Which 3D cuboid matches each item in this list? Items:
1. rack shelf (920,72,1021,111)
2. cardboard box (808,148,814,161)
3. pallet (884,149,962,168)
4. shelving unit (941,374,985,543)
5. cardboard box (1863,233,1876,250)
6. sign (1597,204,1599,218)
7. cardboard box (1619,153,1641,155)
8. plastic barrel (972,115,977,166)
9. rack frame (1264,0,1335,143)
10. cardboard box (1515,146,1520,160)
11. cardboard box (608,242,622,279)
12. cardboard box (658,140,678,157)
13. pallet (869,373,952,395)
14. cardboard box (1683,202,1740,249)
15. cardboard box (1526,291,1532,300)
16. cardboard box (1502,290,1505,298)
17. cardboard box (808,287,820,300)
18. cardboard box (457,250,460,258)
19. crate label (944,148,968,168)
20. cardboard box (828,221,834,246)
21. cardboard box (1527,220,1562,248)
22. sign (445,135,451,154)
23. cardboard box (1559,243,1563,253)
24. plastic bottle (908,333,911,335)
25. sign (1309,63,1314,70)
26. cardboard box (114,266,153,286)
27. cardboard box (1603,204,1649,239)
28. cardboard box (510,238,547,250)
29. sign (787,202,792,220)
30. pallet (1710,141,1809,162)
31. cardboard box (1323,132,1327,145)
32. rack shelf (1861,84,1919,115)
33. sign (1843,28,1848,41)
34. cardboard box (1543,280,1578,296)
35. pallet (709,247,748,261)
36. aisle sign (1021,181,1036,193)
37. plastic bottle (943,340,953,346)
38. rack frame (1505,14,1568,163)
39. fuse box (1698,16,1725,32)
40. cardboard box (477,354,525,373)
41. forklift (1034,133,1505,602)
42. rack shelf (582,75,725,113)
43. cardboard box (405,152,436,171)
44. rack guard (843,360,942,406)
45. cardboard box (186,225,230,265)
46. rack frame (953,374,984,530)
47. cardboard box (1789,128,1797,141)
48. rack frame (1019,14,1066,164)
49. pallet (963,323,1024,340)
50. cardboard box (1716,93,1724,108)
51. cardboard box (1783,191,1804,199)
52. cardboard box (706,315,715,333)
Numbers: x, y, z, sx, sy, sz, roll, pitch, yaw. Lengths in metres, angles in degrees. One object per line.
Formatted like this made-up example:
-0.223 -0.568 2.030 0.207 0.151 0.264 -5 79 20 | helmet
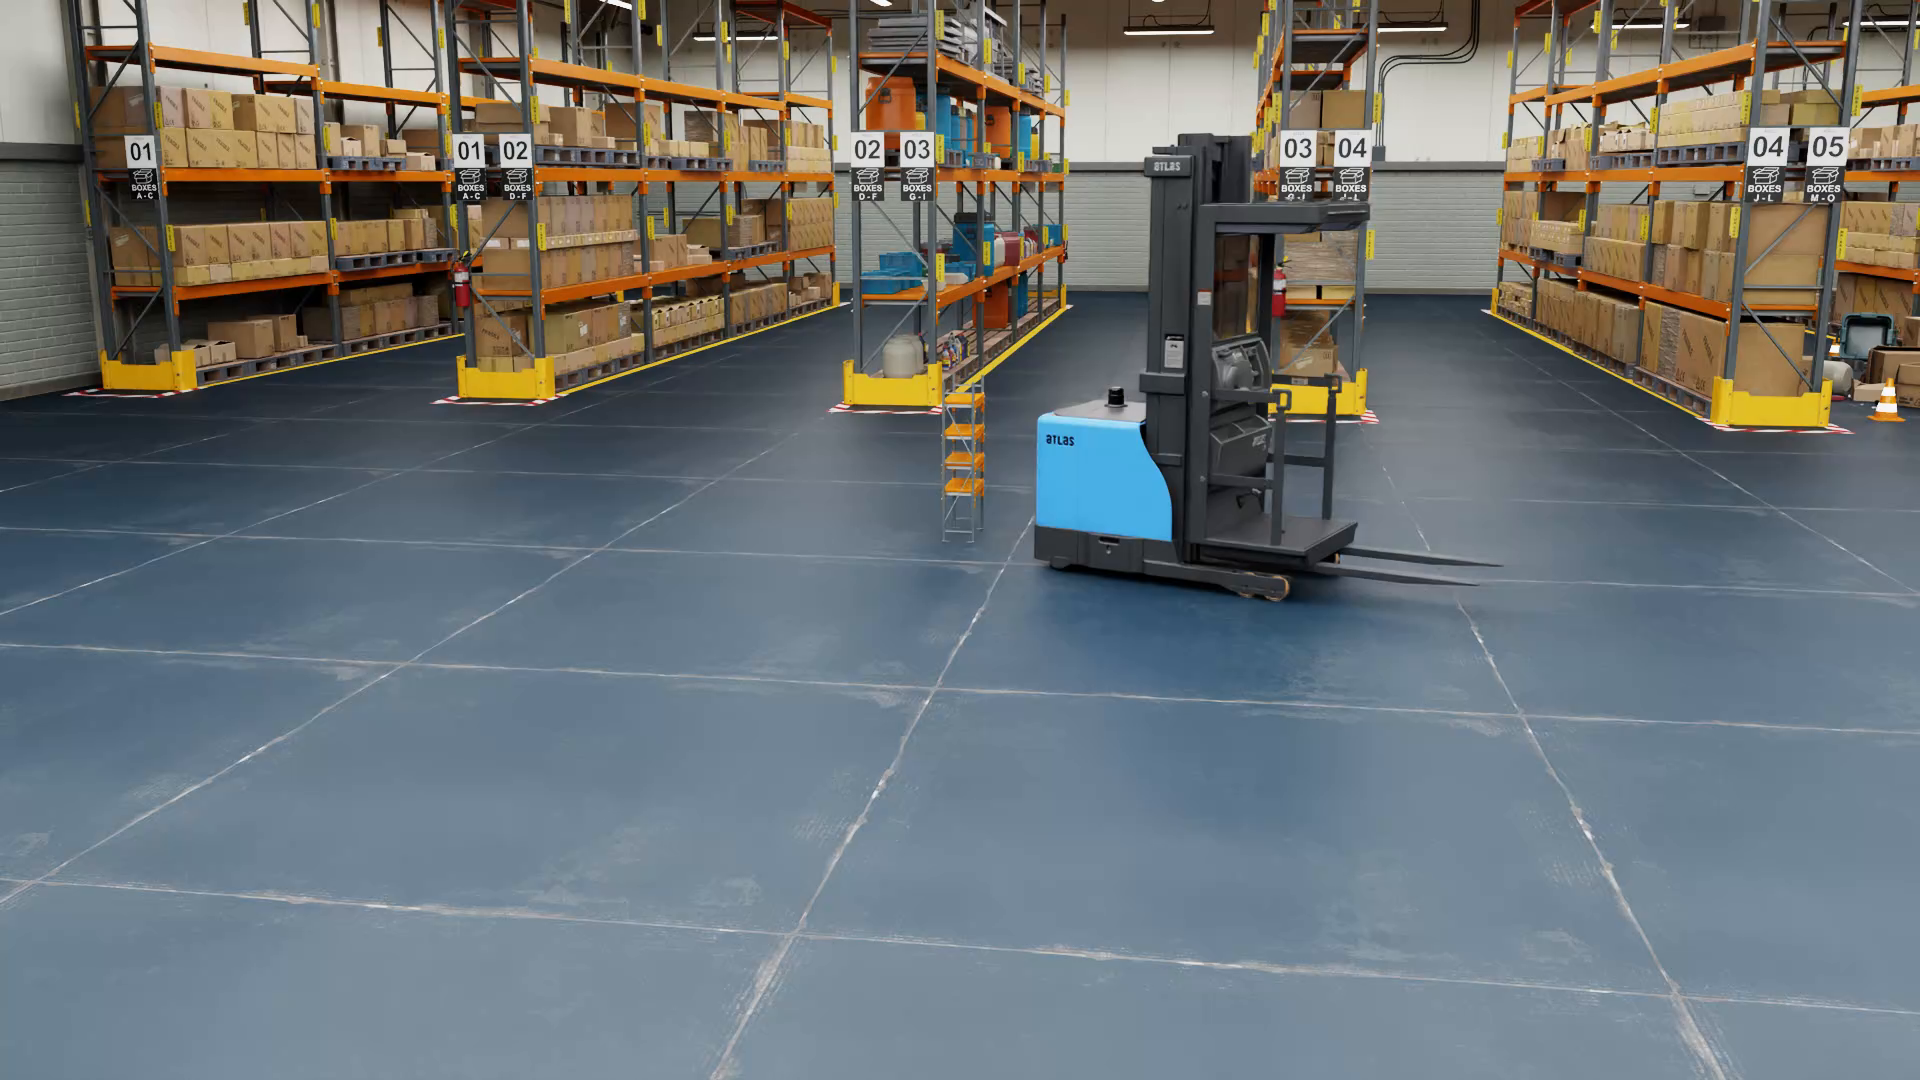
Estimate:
0.145 -6.744 25.086 1.077 0.370 4.000 2 12 9 | rack shelf
-3.266 -7.812 33.670 0.500 0.250 0.500 2 12 9 | cardboard box
-0.554 -4.653 20.292 1.003 0.211 1.213 2 12 9 | pallet
0.025 -0.621 12.527 0.258 1.200 0.503 2 12 9 | shelving unit
15.175 -4.896 27.261 0.500 0.250 0.500 2 12 7 | cardboard box
11.396 -5.815 29.605 0.100 0.325 0.005 2 12 9 | sign
10.583 -6.059 26.129 0.500 0.500 0.500 2 12 9 | cardboard box
0.011 -6.152 25.778 0.600 0.830 0.708 2 12 9 | plastic barrel
5.346 -7.547 26.155 1.000 3.000 0.127 2 12 9 | rack frame
10.969 -7.439 31.943 0.500 0.250 0.500 2 12 9 | cardboard box
-5.193 -3.950 23.466 0.700 0.500 0.500 2 12 8 | cardboard box
-4.702 -6.098 25.909 0.500 0.250 0.500 1 12 4 | cardboard box
-0.682 -1.933 20.962 1.003 0.211 1.213 2 12 9 | pallet
9.264 -3.789 20.036 0.875 0.550 0.500 2 12 9 | cardboard box
10.645 -4.505 30.636 0.380 0.149 0.250 2 12 9 | cardboard box
11.030 -4.900 33.172 0.380 0.149 0.250 2 12 8 | cardboard box
-3.227 -5.155 34.775 0.500 0.250 0.500 2 12 9 | cardboard box
-9.057 -5.044 29.329 0.380 0.149 0.250 2 12 8 | cardboard box
-0.164 -4.883 21.262 0.502 0.251 0.408 2 12 9 | crate label
-3.011 -6.549 35.523 0.500 0.500 0.500 2 12 10 | cardboard box
10.642 -5.570 30.275 0.500 0.500 0.500 2 12 9 | cardboard box
-8.801 -6.797 28.567 0.100 0.325 0.005 2 12 9 | sign
9.933 -4.738 26.960 0.380 0.149 0.250 2 12 10 | cardboard box
-0.697 -2.708 23.183 0.144 0.351 0.185 2 12 10 | plastic bottle
7.111 -9.688 33.680 0.100 0.325 0.005 2 12 9 | sign
-10.687 -3.471 21.788 0.500 0.250 0.500 2 12 9 | cardboard box
10.077 -4.772 24.907 0.700 0.500 0.500 2 12 8 | cardboard box
-5.399 -3.712 20.820 0.380 0.149 0.250 2 12 8 | cardboard box
-3.277 -6.318 31.942 0.100 0.325 0.005 2 12 9 | sign
9.105 -4.346 18.628 1.003 0.211 1.213 2 12 9 | pallet
4.439 -4.695 19.447 0.380 0.149 0.250 2 12 8 | cardboard box
15.446 -7.096 26.715 1.077 0.370 4.000 2 12 9 | rack shelf
15.209 -8.616 28.521 0.100 0.325 0.005 2 12 9 | sign
10.393 -4.359 28.759 0.500 0.250 0.500 2 12 10 | cardboard box
-4.407 -4.986 28.965 1.213 0.211 1.003 2 12 9 | pallet
1.400 -7.736 35.099 0.394 0.787 0.004 2 12 9 | aisle sign
-0.157 -2.642 23.056 0.152 0.276 0.135 2 12 9 | plastic bottle
11.462 -9.031 33.039 1.000 3.000 0.127 2 12 9 | rack frame
16.959 -11.633 37.517 0.513 0.334 0.176 2 12 9 | fuse box
-5.881 -2.254 21.360 0.500 0.250 0.500 2 12 9 | cardboard box
2.044 -1.165 10.944 3.031 2.935 1.130 7 14 30 | forklift
-4.749 -6.906 25.834 1.077 0.370 4.000 2 12 9 | rack shelf
-9.181 -6.370 27.976 0.500 0.311 0.500 2 12 9 | cardboard box
-0.813 -1.905 20.148 1.175 0.500 0.348 2 12 9 | rack guard
-10.111 -3.926 22.120 0.500 0.500 0.500 2 12 9 | cardboard box
0.063 -0.672 12.763 0.240 1.200 0.015 2 12 9 | rack frame
9.410 -4.479 18.401 0.380 0.149 0.250 2 12 9 | cardboard box
1.683 -9.373 34.627 1.000 3.000 0.127 2 12 9 | rack frame
0.533 -3.578 28.593 1.003 0.211 1.213 2 12 9 | pallet
8.836 -4.996 18.903 0.380 0.149 0.250 2 12 10 | cardboard box
15.895 -6.586 31.784 0.380 0.149 0.250 1 12 7 | cardboard box
-4.357 -3.573 27.482 0.500 0.250 0.500 2 12 8 | cardboard box
